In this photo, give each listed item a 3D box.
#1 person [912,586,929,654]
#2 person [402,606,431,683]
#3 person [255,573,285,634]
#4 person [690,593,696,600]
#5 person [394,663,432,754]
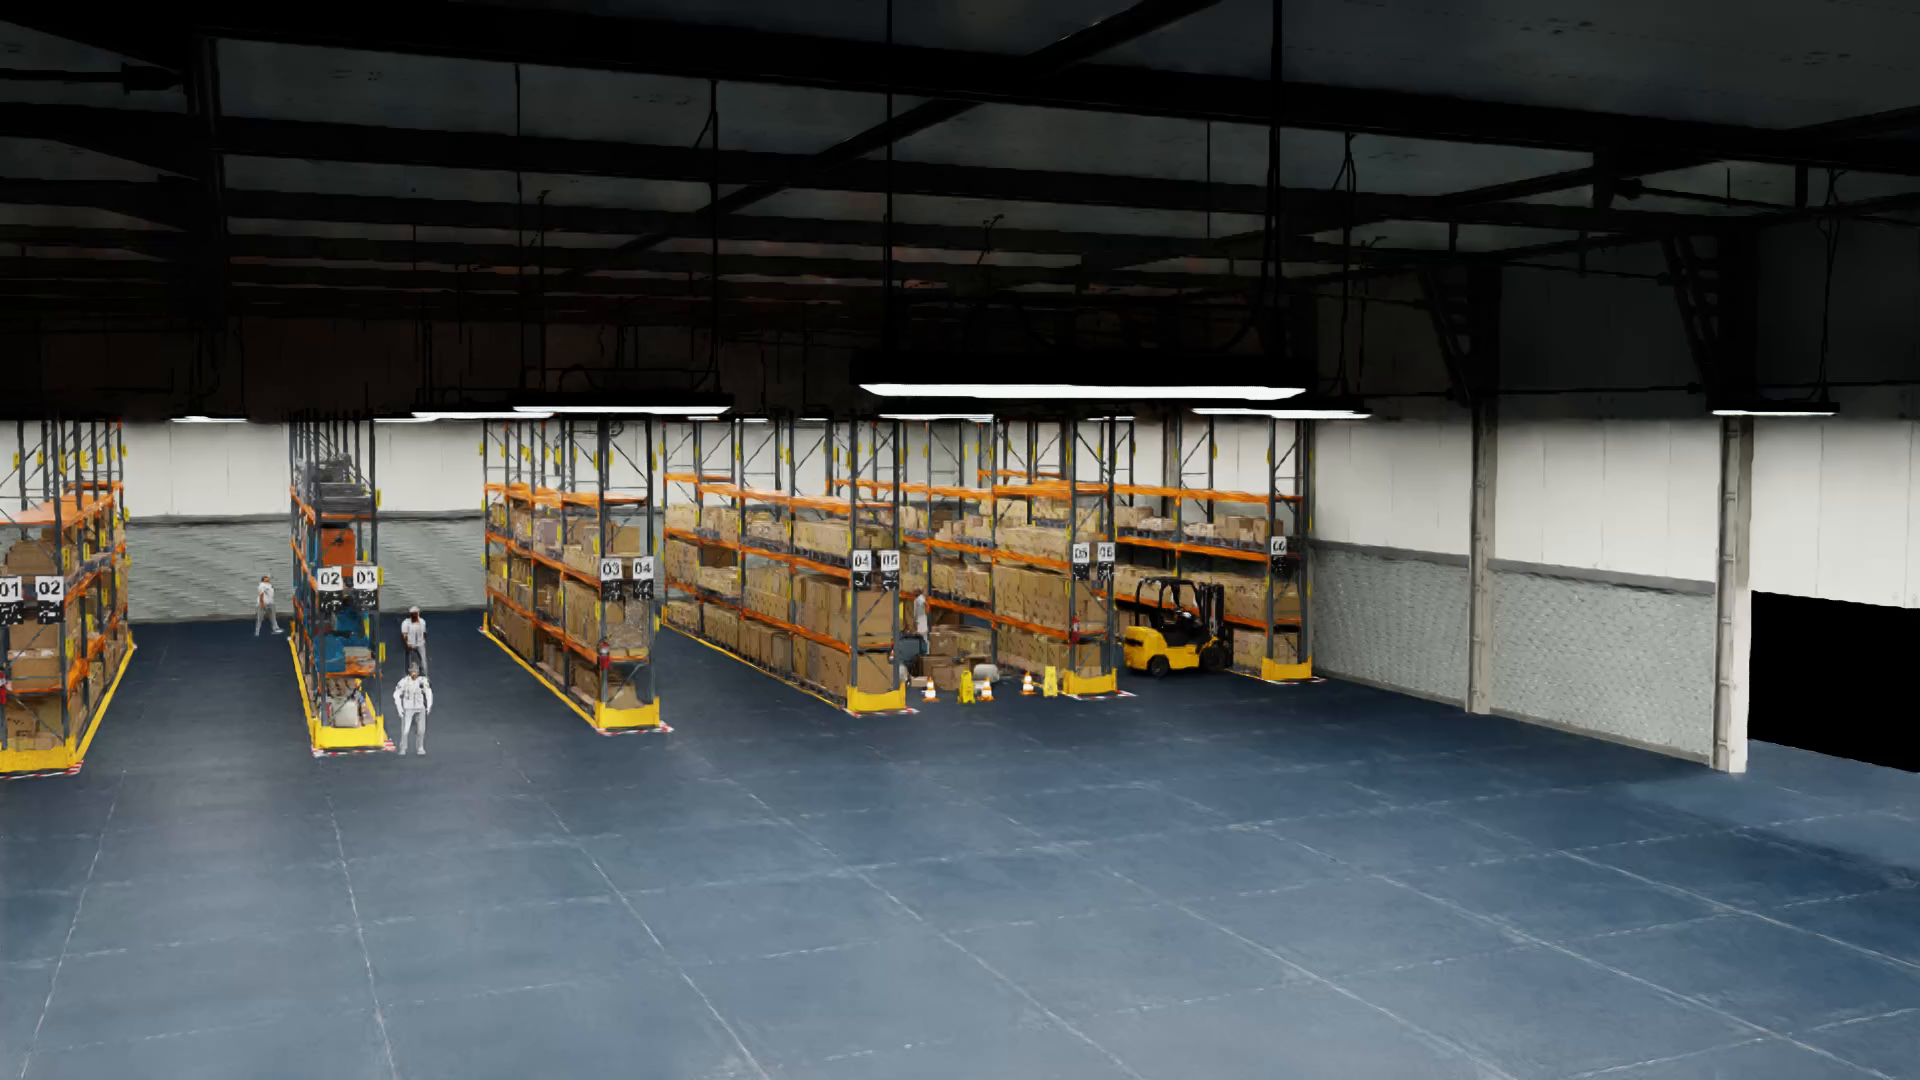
[{"bbox_3d":[-1.009,1.992,40.334,0.631,1.774,0.660,0,4,1],"label":"person"},{"bbox_3d":[-12.007,2.296,36.628,0.571,1.708,1.035,-2,5,-32],"label":"person"},{"bbox_3d":[-18.861,1.719,45.268,0.562,1.653,0.720,1,4,13],"label":"person"},{"bbox_3d":[-8.051,1.398,50.604,0.473,1.578,0.501,1,4,15],"label":"person"},{"bbox_3d":[-9.437,2.903,28.714,0.639,1.632,0.512,-2,4,-24],"label":"person"}]
